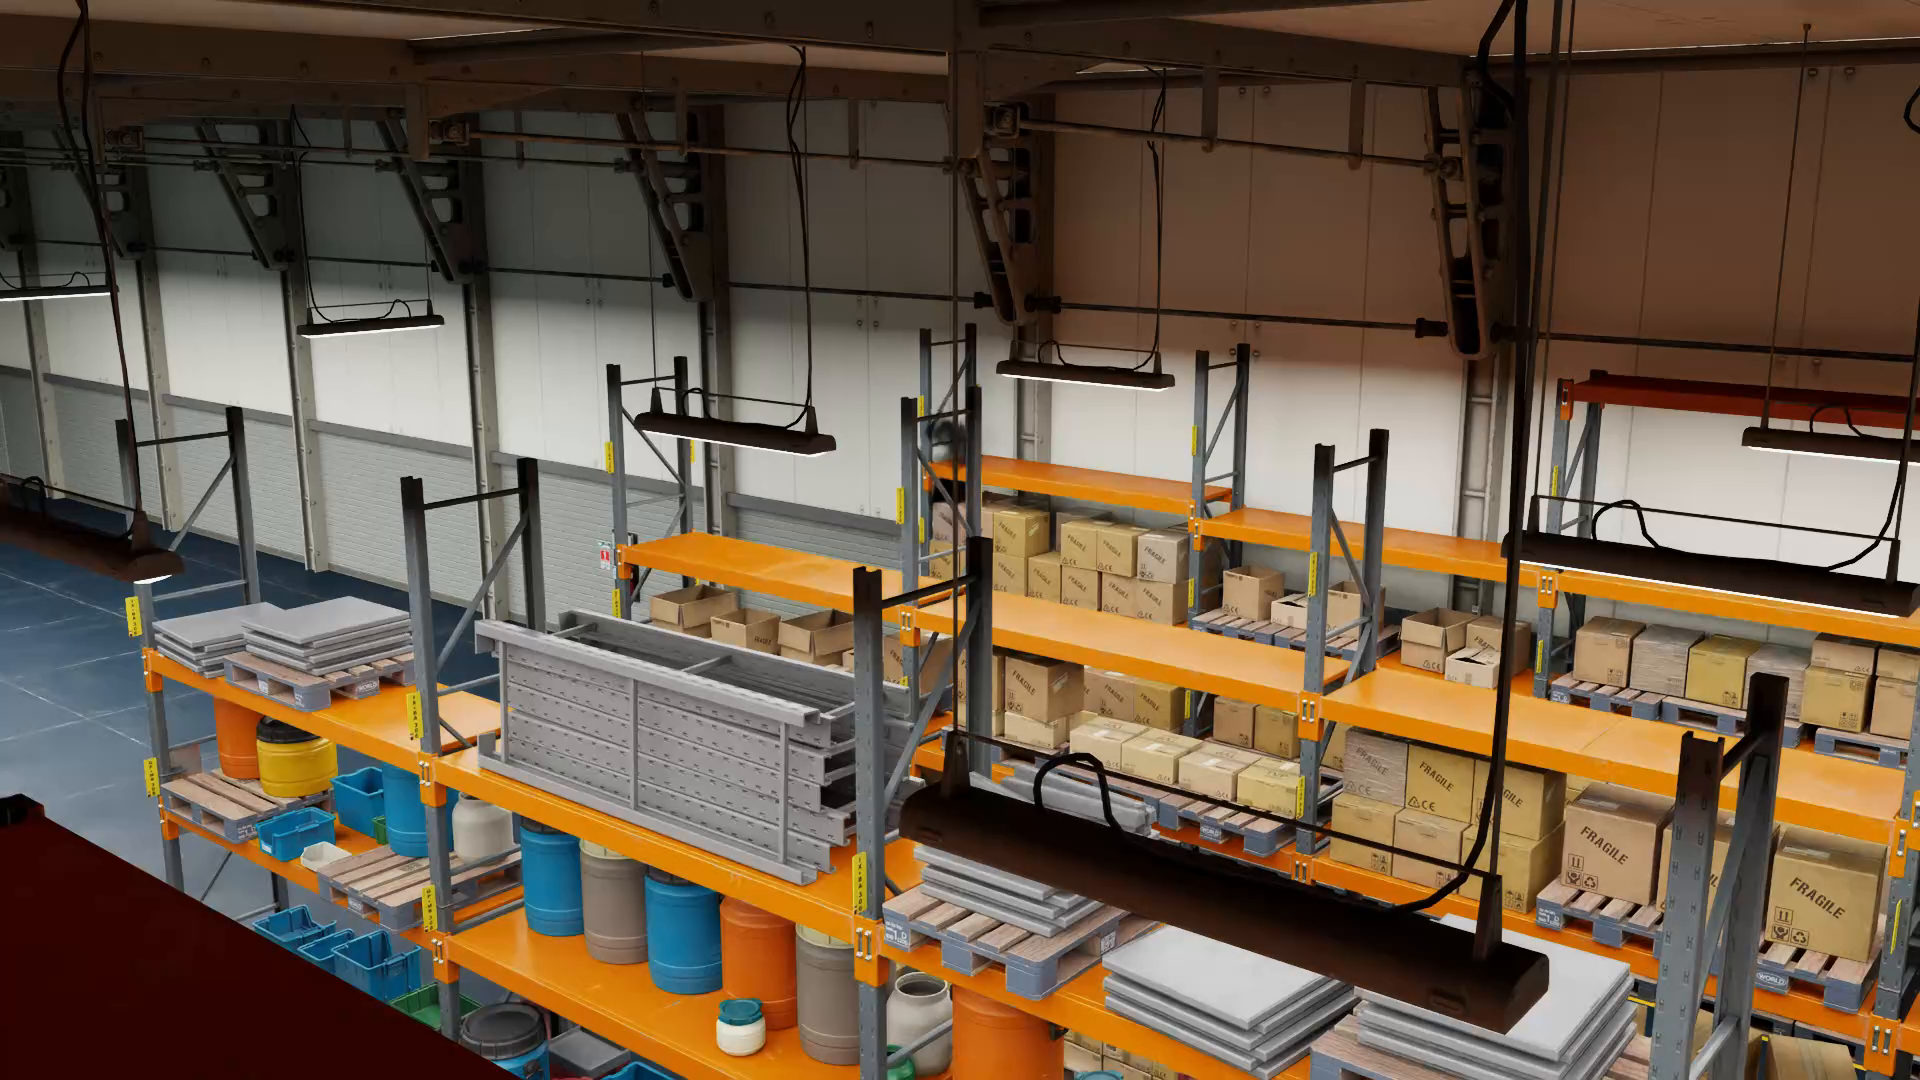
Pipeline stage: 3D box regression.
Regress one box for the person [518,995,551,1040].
[{"bbox_3d":[-3.707,3.994,14.866,0.569,1.619,0.578,9,15,34],"label":"person"}]
